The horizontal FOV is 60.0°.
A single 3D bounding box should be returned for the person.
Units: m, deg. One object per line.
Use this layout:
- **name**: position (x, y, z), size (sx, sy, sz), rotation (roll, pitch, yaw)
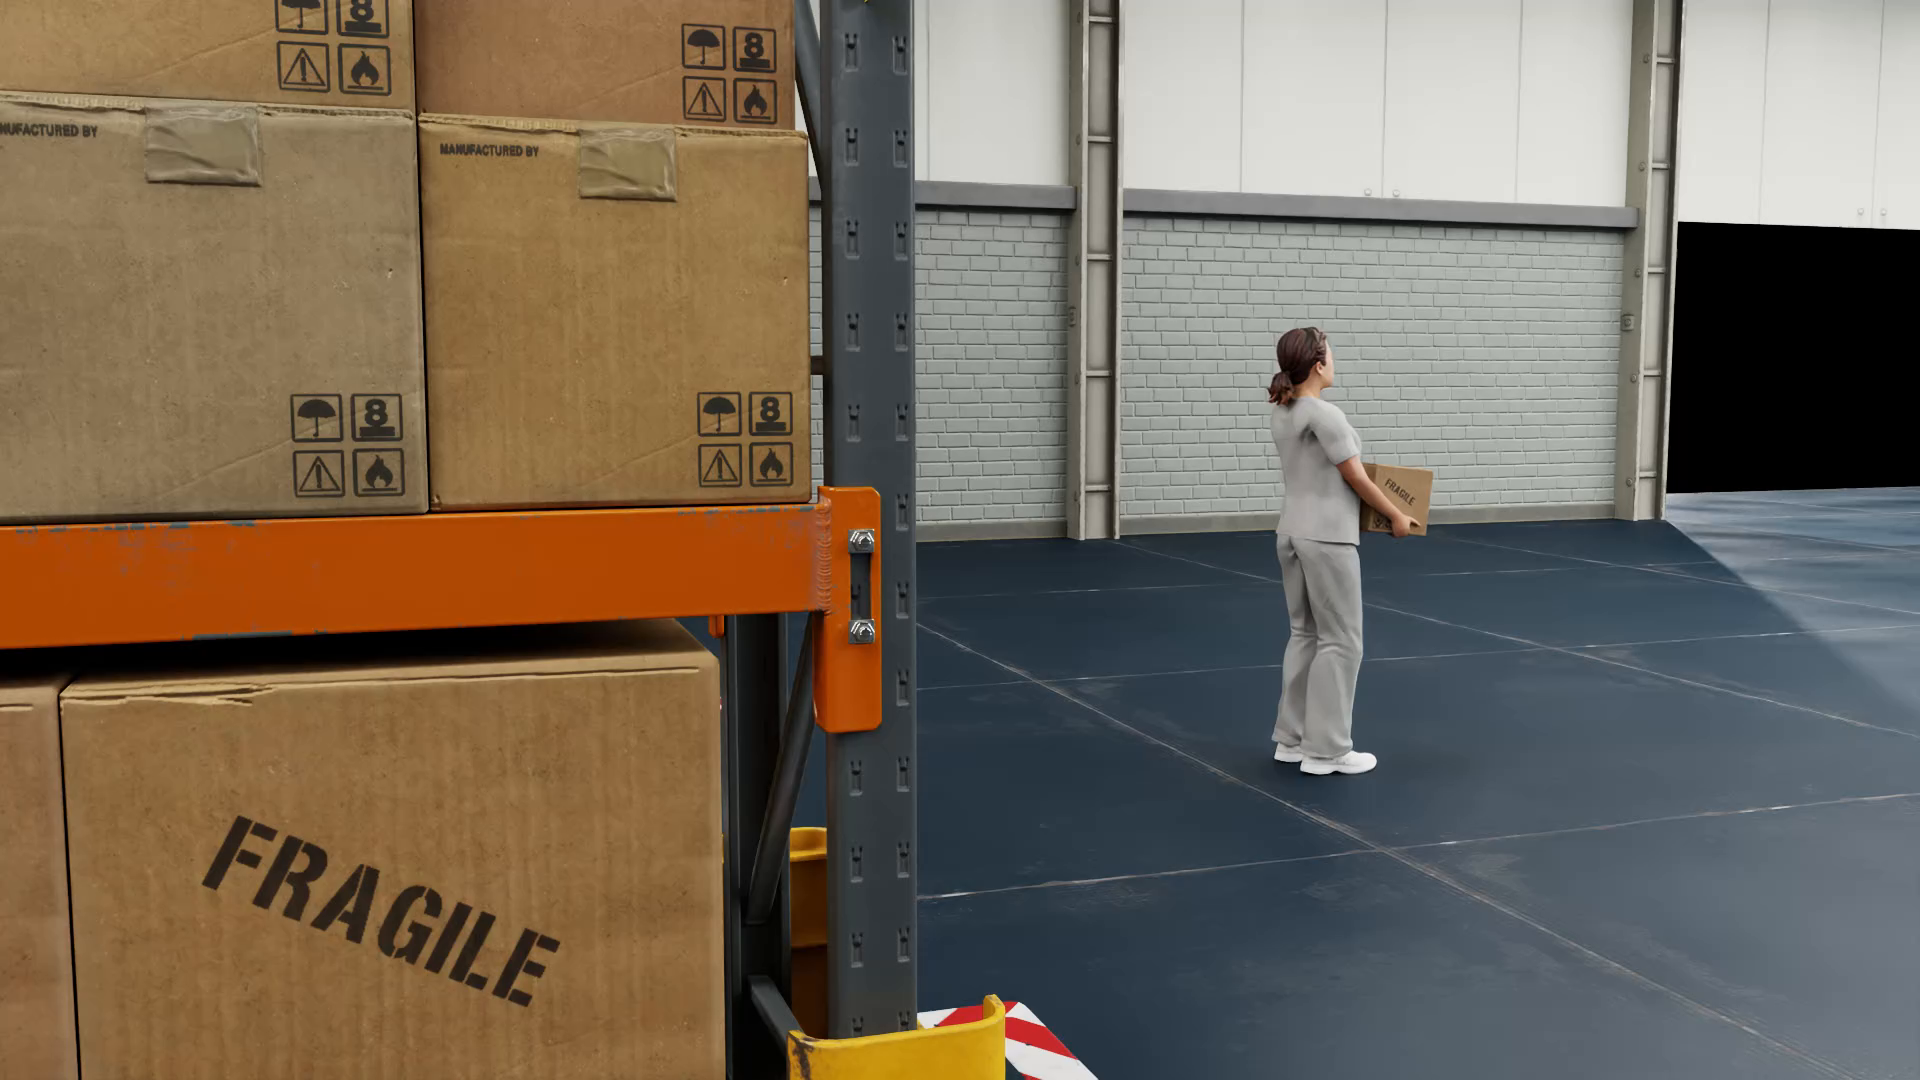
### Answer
- **person**: position (1.414, 0.032, 6.281), size (0.562, 1.662, 0.437), rotation (-2, 6, -18)
